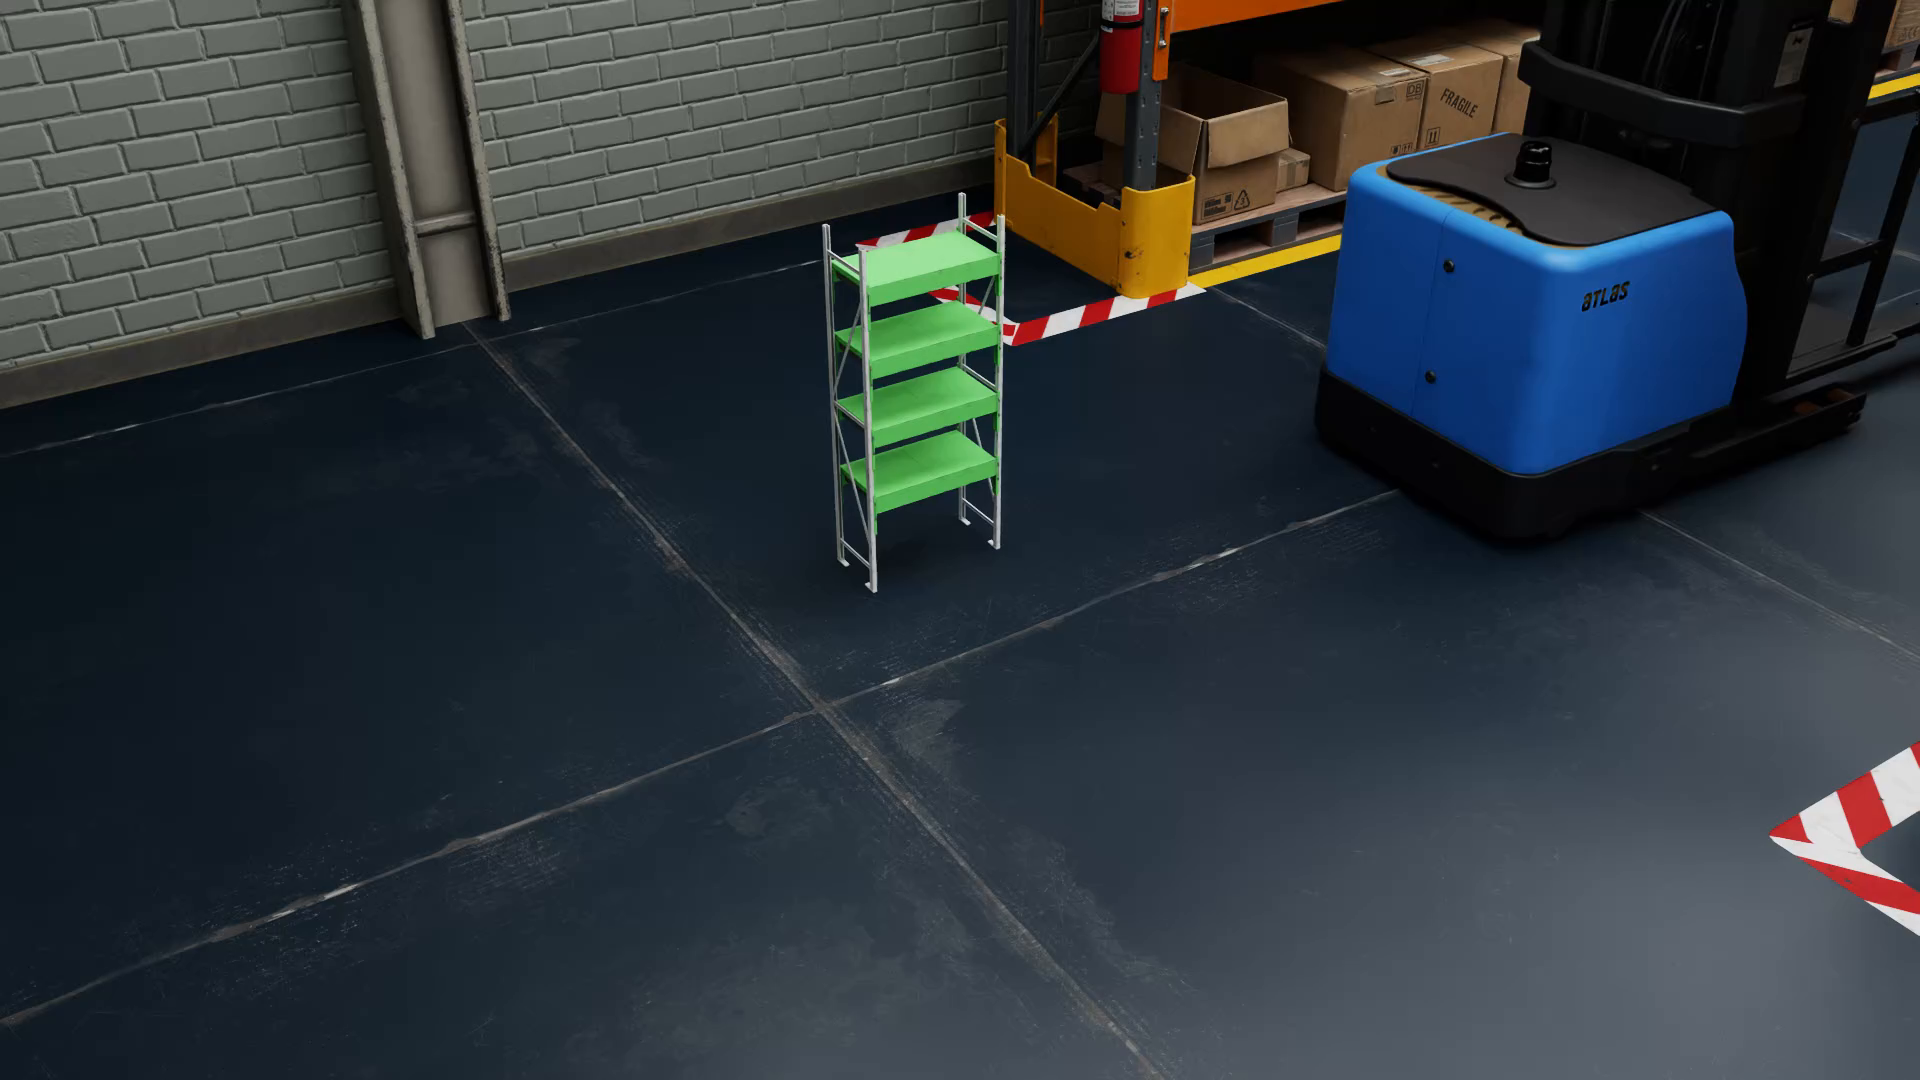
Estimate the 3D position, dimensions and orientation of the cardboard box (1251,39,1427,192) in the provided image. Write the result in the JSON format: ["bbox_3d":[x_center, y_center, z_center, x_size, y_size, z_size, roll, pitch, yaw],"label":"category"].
[{"bbox_3d":[1.845,-2.111,8.234,0.500,0.500,0.700,-17,36,-25],"label":"cardboard box"}]

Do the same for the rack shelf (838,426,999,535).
[{"bbox_3d":[-0.139,-0.203,5.516,0.480,0.148,0.258,-19,37,-27],"label":"rack shelf"}]

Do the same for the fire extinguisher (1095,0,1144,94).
[{"bbox_3d":[0.667,-2.186,6.826,0.183,0.674,0.296,-19,37,-27],"label":"fire extinguisher"}]

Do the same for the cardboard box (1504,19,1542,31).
[{"bbox_3d":[3.219,-2.738,9.406,0.500,0.311,0.500,-18,36,-26],"label":"cardboard box"}]

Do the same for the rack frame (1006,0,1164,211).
[{"bbox_3d":[0.540,-2.627,7.102,0.127,3.000,1.000,-19,37,-27],"label":"rack frame"}]

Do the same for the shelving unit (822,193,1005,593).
[{"bbox_3d":[-0.139,-0.460,5.354,0.503,1.200,0.258,-19,37,-27],"label":"shelving unit"}]

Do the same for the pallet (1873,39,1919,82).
[{"bbox_3d":[5.592,-3.210,10.641,1.213,0.211,1.003,-19,37,-27],"label":"pallet"}]

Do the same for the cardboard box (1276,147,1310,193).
[{"bbox_3d":[1.484,-1.838,8.131,0.250,0.149,0.380,-21,38,-29],"label":"cardboard box"}]

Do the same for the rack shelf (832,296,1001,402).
[{"bbox_3d":[-0.139,-0.609,5.260,0.480,0.148,0.258,-19,37,-27],"label":"rack shelf"}]

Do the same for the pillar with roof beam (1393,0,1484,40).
[{"bbox_3d":[5.161,-4.593,4.596,0.400,9.000,9.100,-19,37,-27],"label":"pillar with roof beam"}]

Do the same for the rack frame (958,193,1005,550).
[{"bbox_3d":[0.066,-0.530,5.466,0.015,1.200,0.240,-19,37,-27],"label":"rack frame"}]

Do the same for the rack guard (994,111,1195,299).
[{"bbox_3d":[0.604,-1.591,7.804,0.348,0.500,1.175,-19,37,-27],"label":"rack guard"}]

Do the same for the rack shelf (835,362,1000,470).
[{"bbox_3d":[-0.139,-0.406,5.388,0.480,0.148,0.258,-19,37,-27],"label":"rack shelf"}]

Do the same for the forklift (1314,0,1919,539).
[{"bbox_3d":[2.872,-1.820,5.888,3.031,2.935,1.130,-18,36,-26],"label":"forklift"}]

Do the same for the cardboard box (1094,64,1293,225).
[{"bbox_3d":[1.106,-1.883,7.869,0.637,0.503,0.797,-21,38,-29],"label":"cardboard box"}]

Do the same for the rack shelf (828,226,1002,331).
[{"bbox_3d":[-0.139,-0.812,5.132,0.480,0.148,0.258,-19,37,-27],"label":"rack shelf"}]

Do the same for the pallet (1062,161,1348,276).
[{"bbox_3d":[1.274,-1.700,8.247,1.213,0.211,1.003,-19,37,-27],"label":"pallet"}]

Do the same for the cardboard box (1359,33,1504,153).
[{"bbox_3d":[2.344,-2.219,8.405,0.500,0.500,0.500,-18,37,-26],"label":"cardboard box"}]

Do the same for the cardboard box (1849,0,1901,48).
[{"bbox_3d":[5.295,-3.243,10.028,0.500,0.500,0.500,-20,37,-29],"label":"cardboard box"}]

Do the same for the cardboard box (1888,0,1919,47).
[{"bbox_3d":[5.734,-3.390,10.262,0.500,0.500,0.500,-20,38,-29],"label":"cardboard box"}]

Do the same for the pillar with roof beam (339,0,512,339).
[{"bbox_3d":[0.118,-2.858,1.846,0.400,9.000,9.100,-19,37,-27],"label":"pillar with roof beam"}]

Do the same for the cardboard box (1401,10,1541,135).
[{"bbox_3d":[2.718,-2.411,8.710,0.500,0.500,0.700,-20,38,-29],"label":"cardboard box"}]

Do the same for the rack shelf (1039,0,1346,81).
[{"bbox_3d":[2.221,-2.900,8.211,4.000,0.370,1.077,-19,37,-27],"label":"rack shelf"}]

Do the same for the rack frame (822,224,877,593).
[{"bbox_3d":[-0.344,-0.389,5.242,0.015,1.200,0.240,-19,37,-27],"label":"rack frame"}]

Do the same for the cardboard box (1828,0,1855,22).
[{"bbox_3d":[4.873,-3.100,9.803,0.500,0.500,0.500,-19,37,-28],"label":"cardboard box"}]
